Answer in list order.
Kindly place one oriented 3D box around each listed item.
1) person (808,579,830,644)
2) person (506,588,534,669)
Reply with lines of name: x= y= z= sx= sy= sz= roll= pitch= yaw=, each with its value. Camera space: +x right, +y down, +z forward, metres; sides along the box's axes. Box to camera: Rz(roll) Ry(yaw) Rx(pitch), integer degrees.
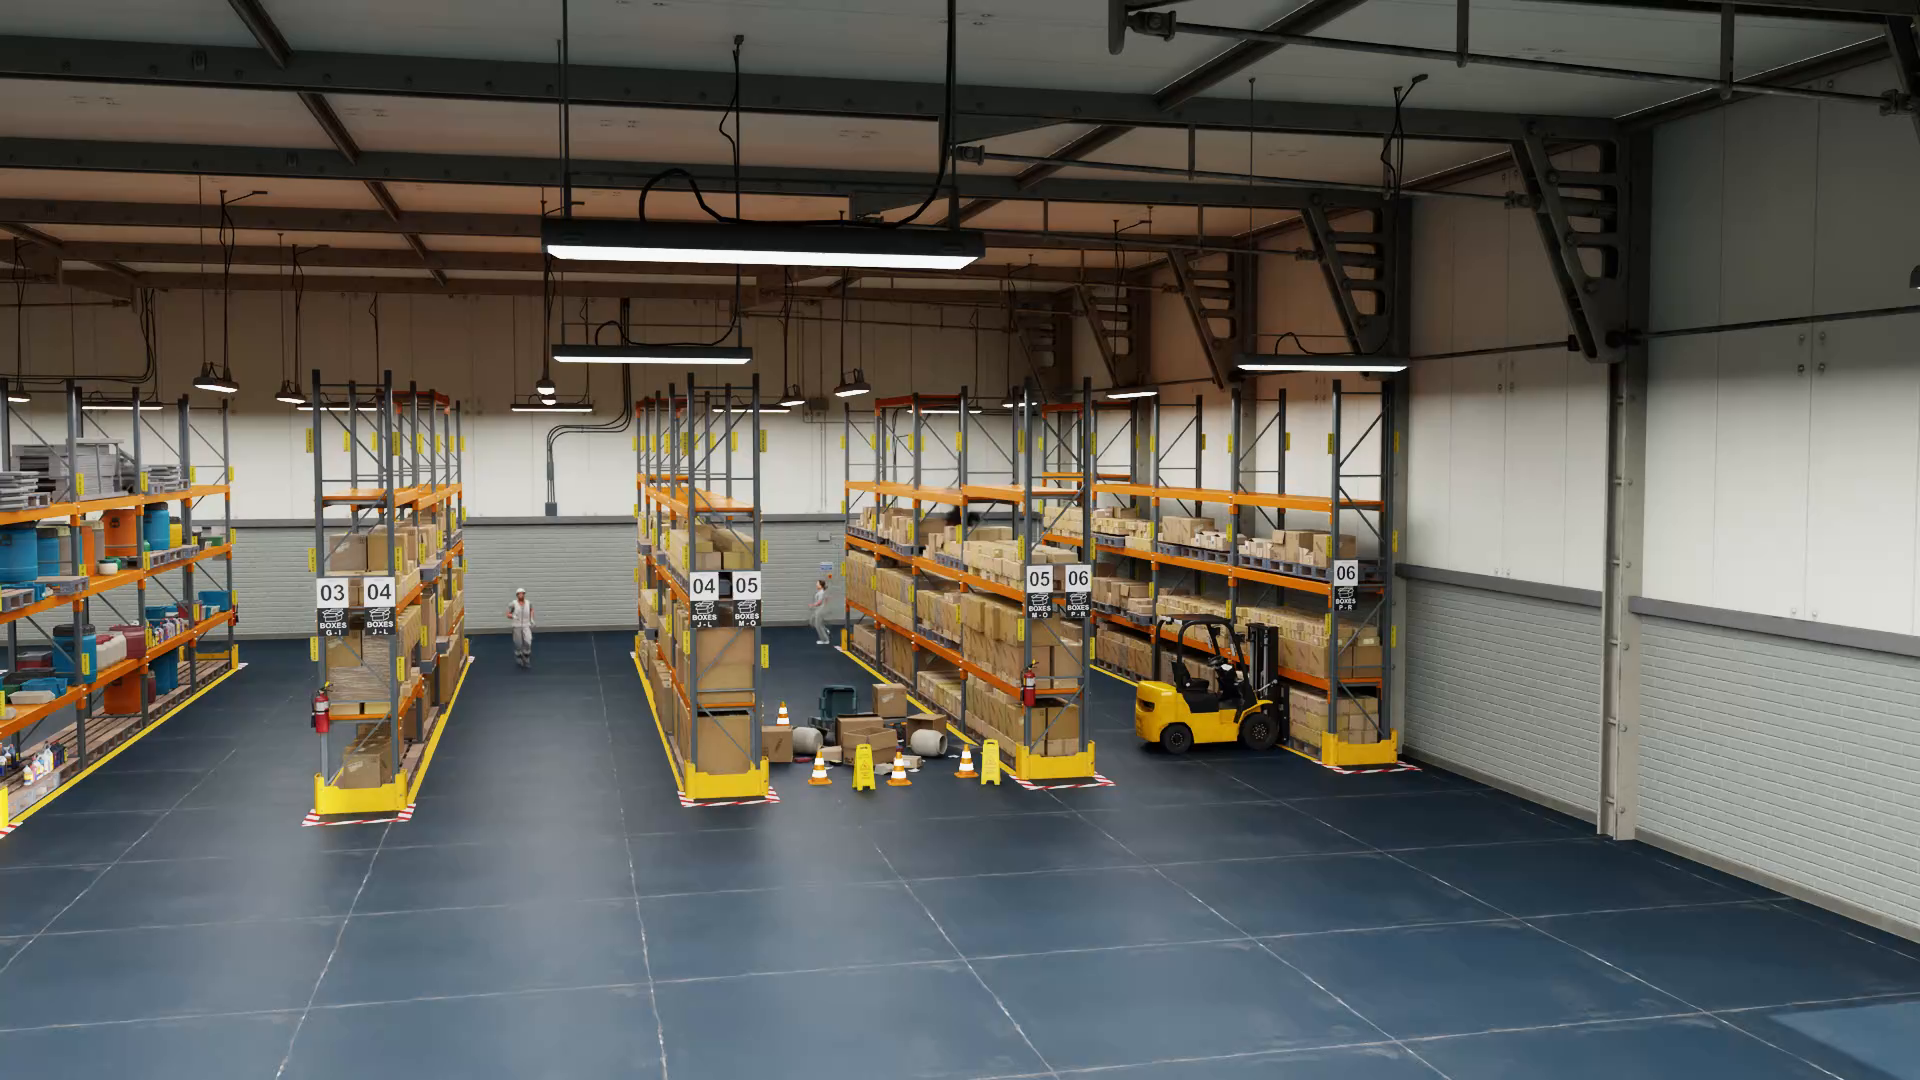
person: x=-3.535 y=1.790 z=41.572 sx=0.555 sy=1.626 sz=0.562 roll=0 pitch=3 yaw=-4
person: x=-9.793 y=1.982 z=37.075 sx=0.639 sy=1.827 sz=0.754 roll=-1 pitch=4 yaw=-23
